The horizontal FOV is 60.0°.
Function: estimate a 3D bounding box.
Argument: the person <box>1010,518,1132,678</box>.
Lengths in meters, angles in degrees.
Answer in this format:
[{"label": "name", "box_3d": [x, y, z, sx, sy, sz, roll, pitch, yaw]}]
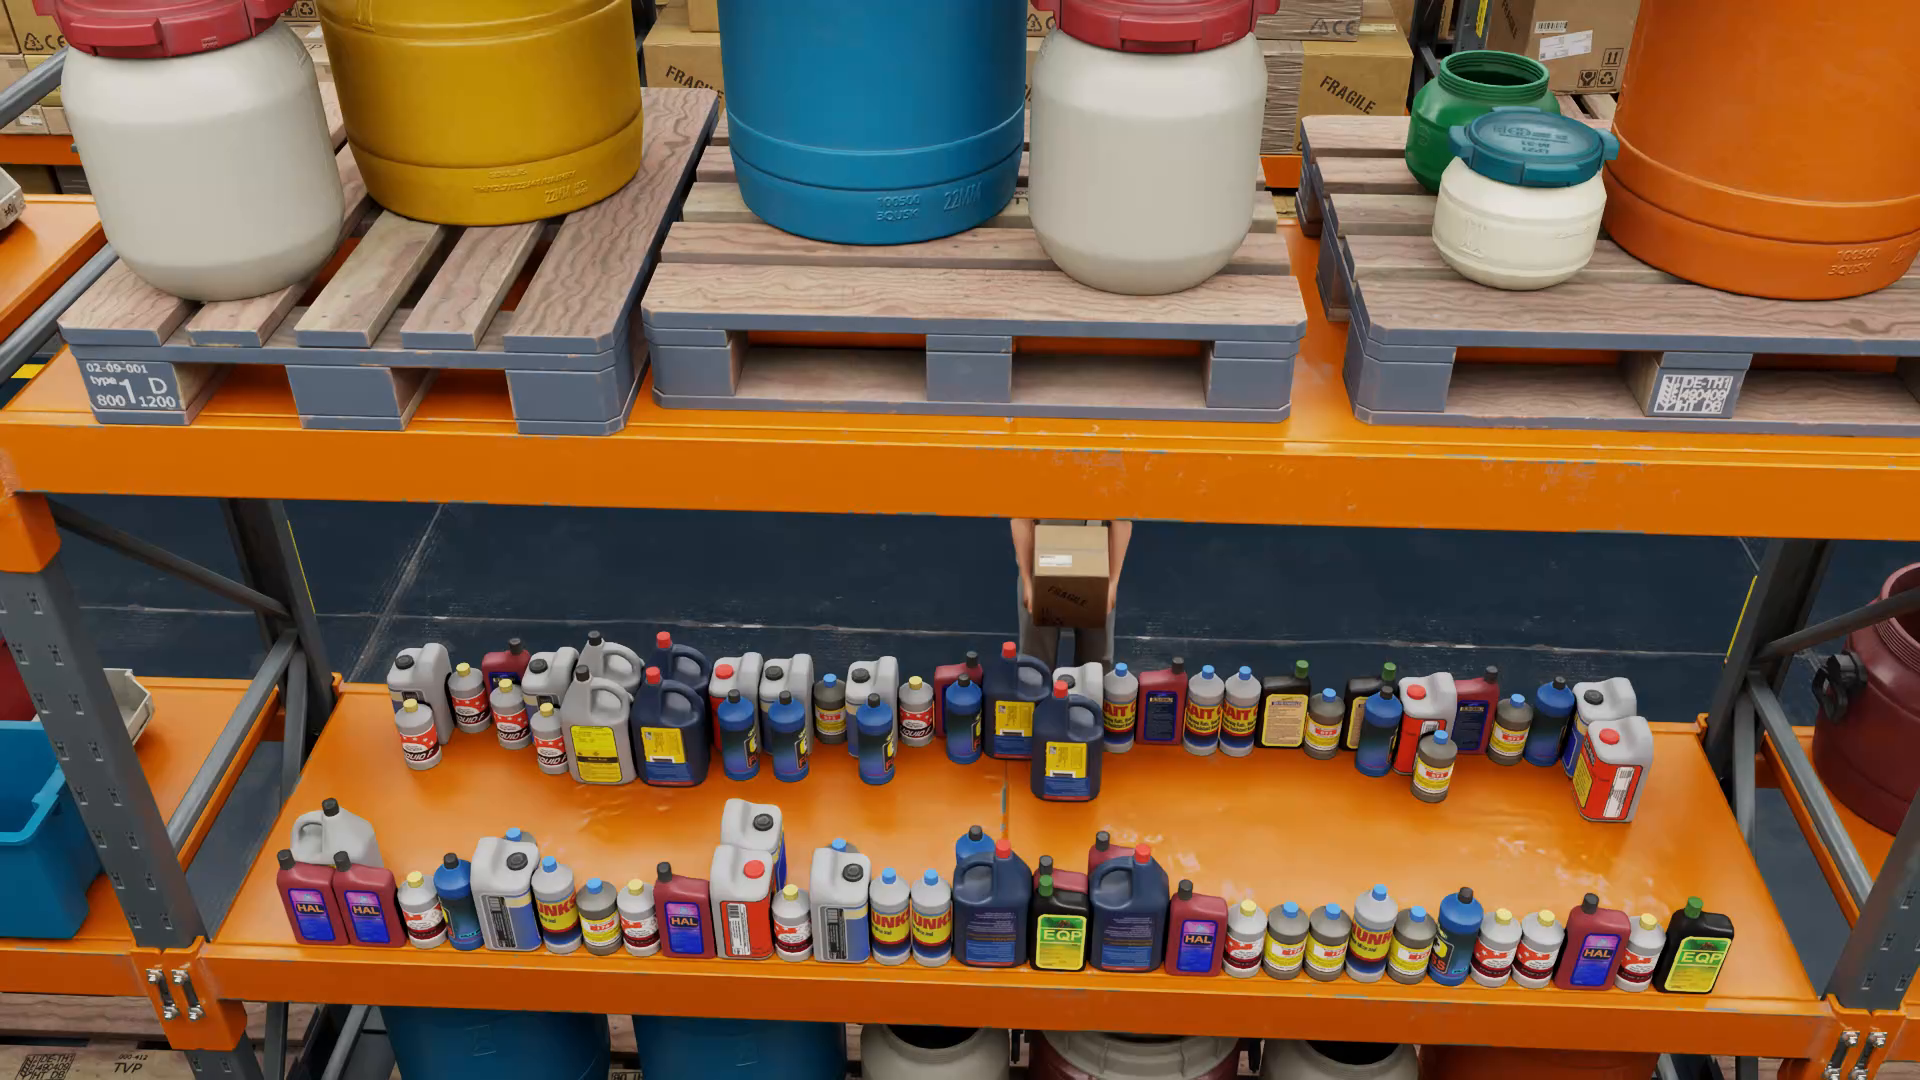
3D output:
[{"label": "person", "box_3d": [0.391, 0.152, 5.947, 0.435, 1.668, 0.538, 1, 36, 2]}]
